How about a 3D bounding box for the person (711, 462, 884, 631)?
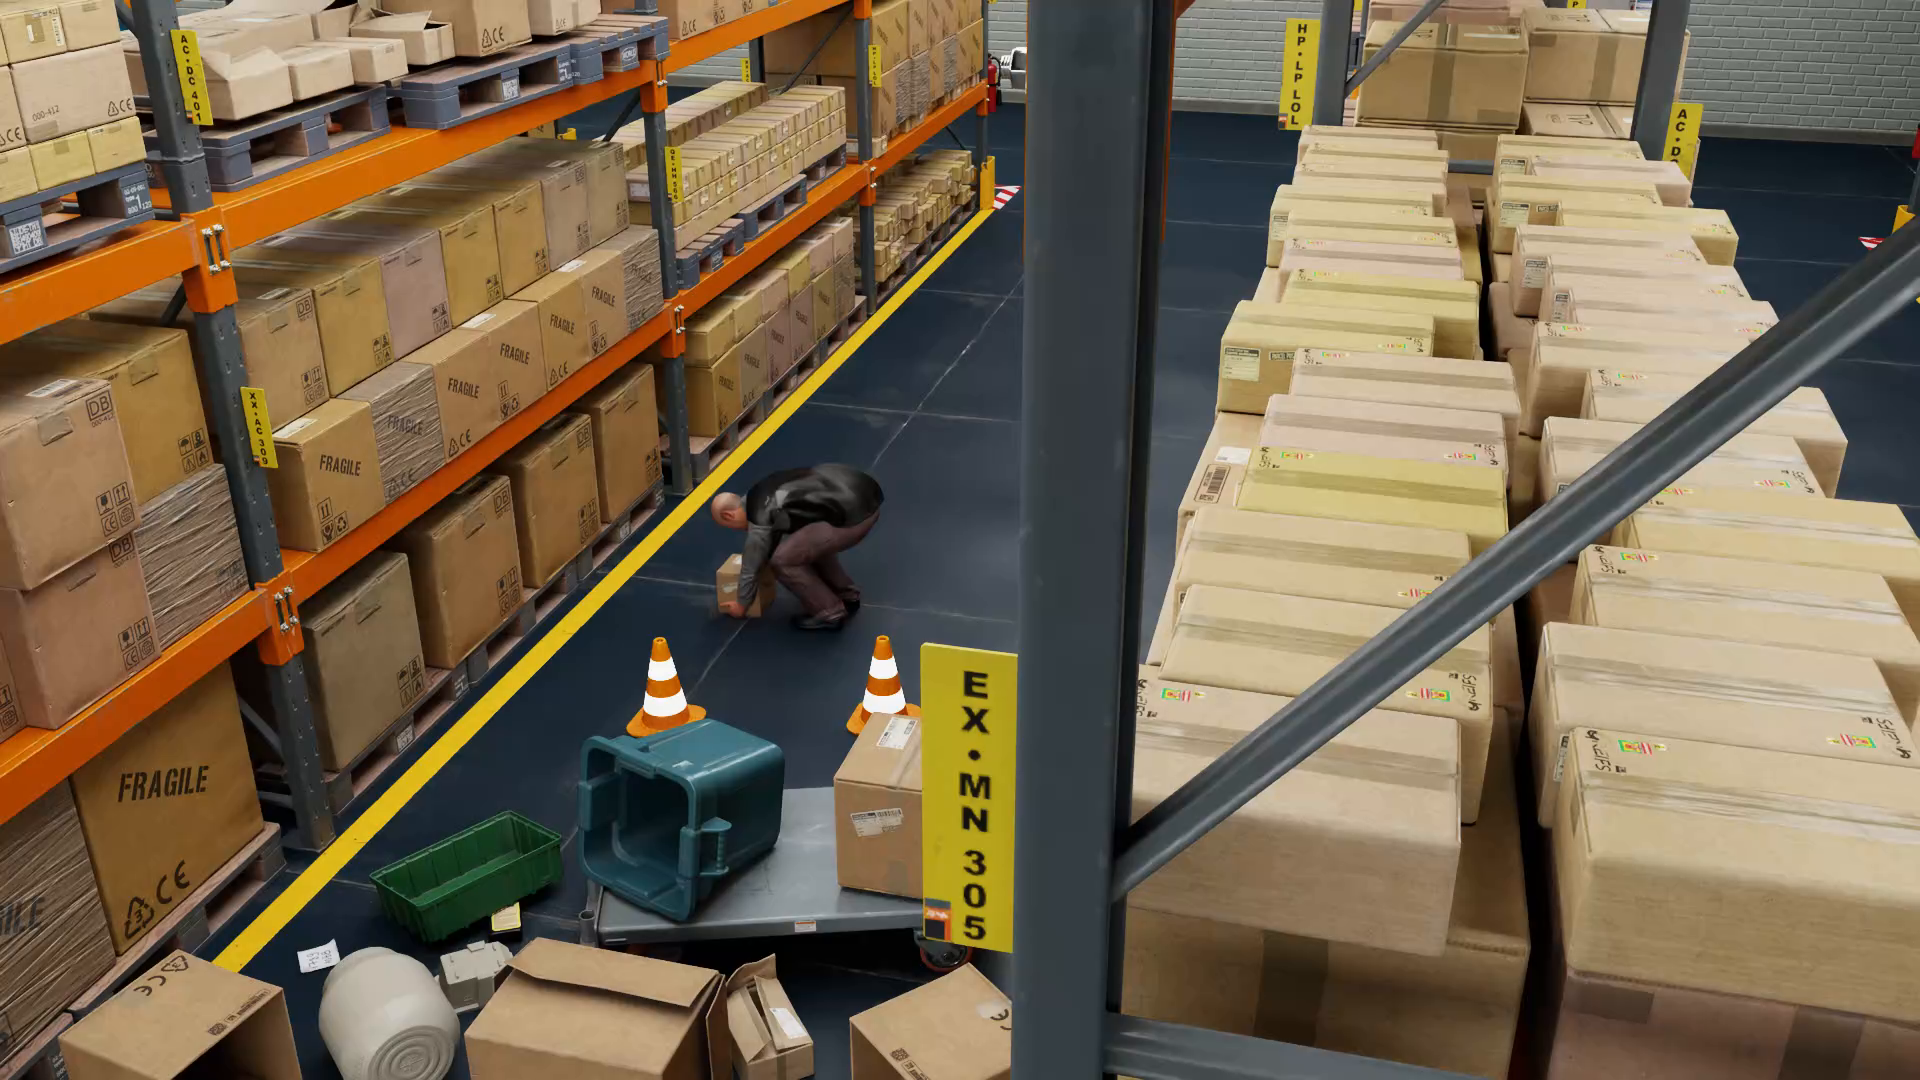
[{"bbox_3d":[-0.896,0.010,9.103,0.950,0.906,0.520,5,26,11],"label":"person"}]
